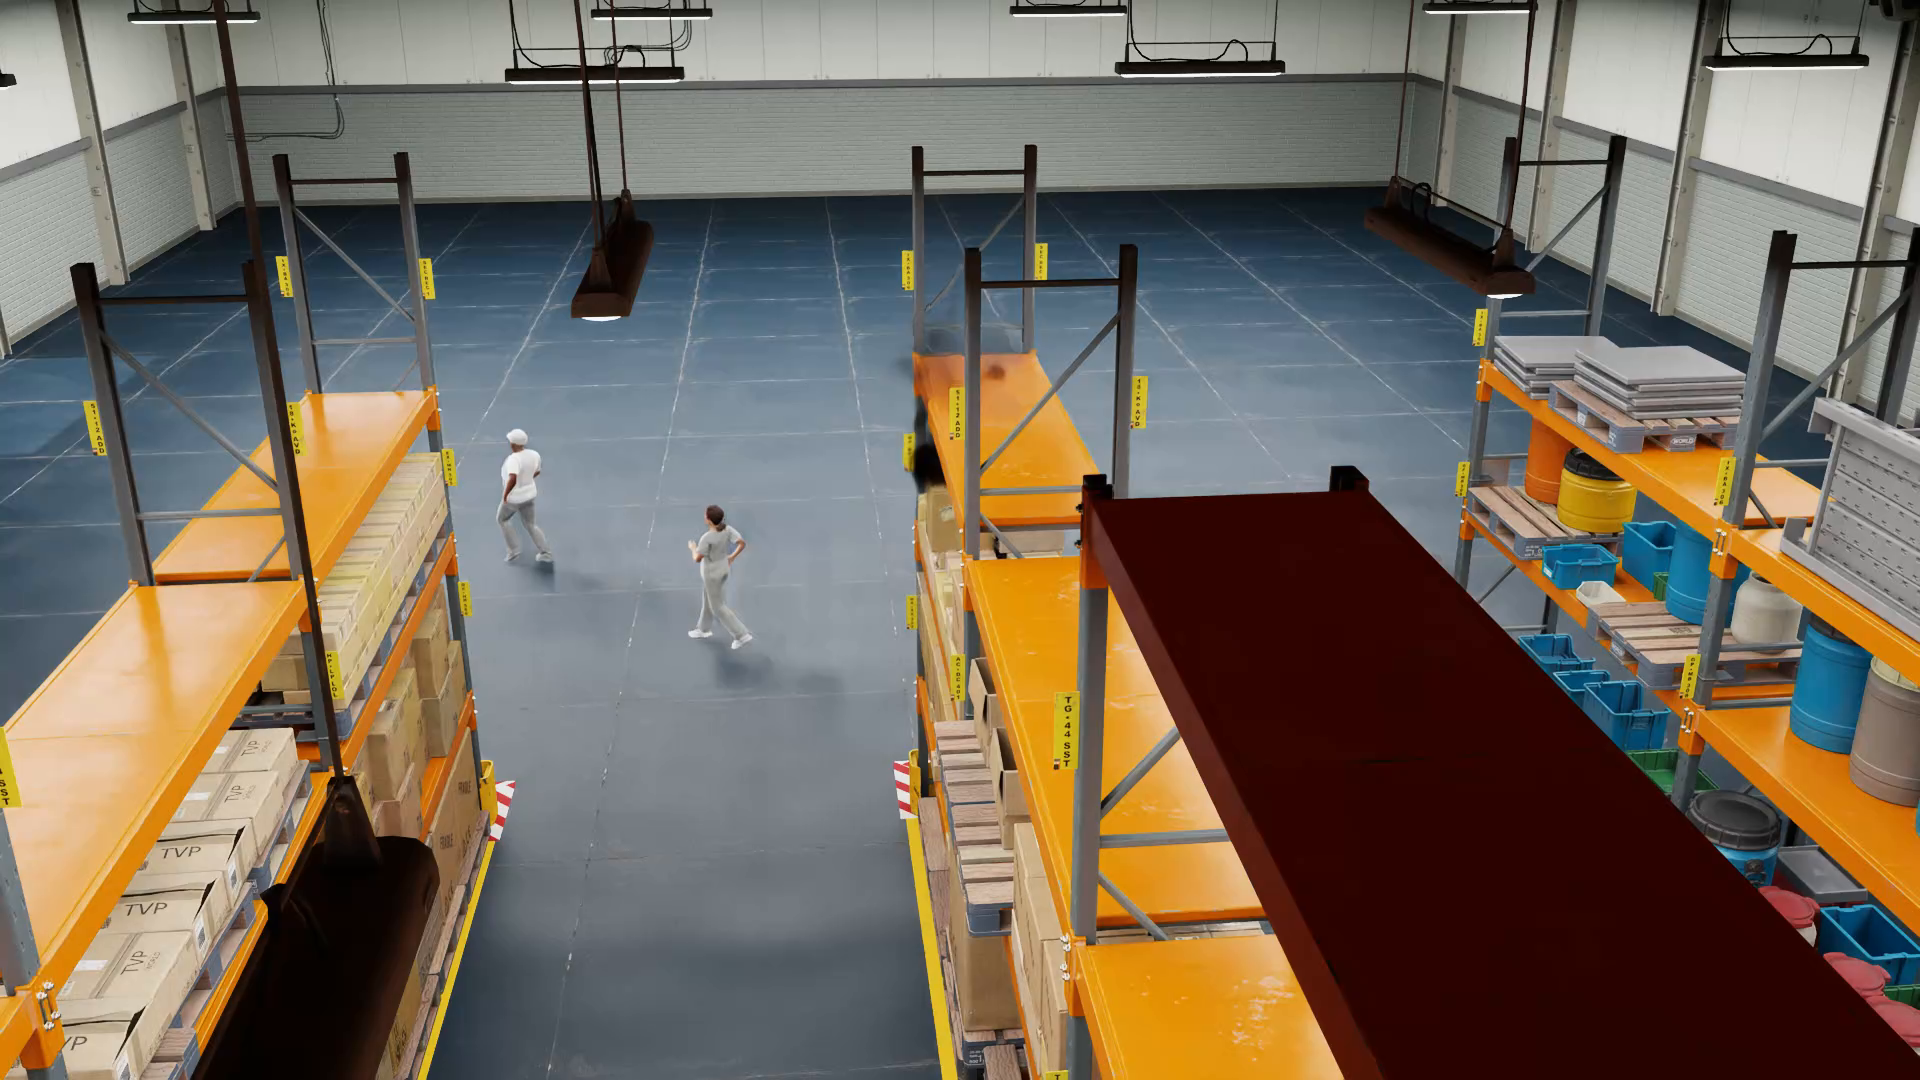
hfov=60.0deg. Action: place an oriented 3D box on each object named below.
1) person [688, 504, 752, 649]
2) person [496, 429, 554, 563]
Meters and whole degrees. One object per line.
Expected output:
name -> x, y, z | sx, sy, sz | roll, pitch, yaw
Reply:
person -> -2.686, 0.394, 18.309 | 0.939, 1.668, 0.559 | 11, 24, 27
person -> -5.437, -0.497, 20.568 | 0.757, 1.802, 0.707 | 15, 26, 33
